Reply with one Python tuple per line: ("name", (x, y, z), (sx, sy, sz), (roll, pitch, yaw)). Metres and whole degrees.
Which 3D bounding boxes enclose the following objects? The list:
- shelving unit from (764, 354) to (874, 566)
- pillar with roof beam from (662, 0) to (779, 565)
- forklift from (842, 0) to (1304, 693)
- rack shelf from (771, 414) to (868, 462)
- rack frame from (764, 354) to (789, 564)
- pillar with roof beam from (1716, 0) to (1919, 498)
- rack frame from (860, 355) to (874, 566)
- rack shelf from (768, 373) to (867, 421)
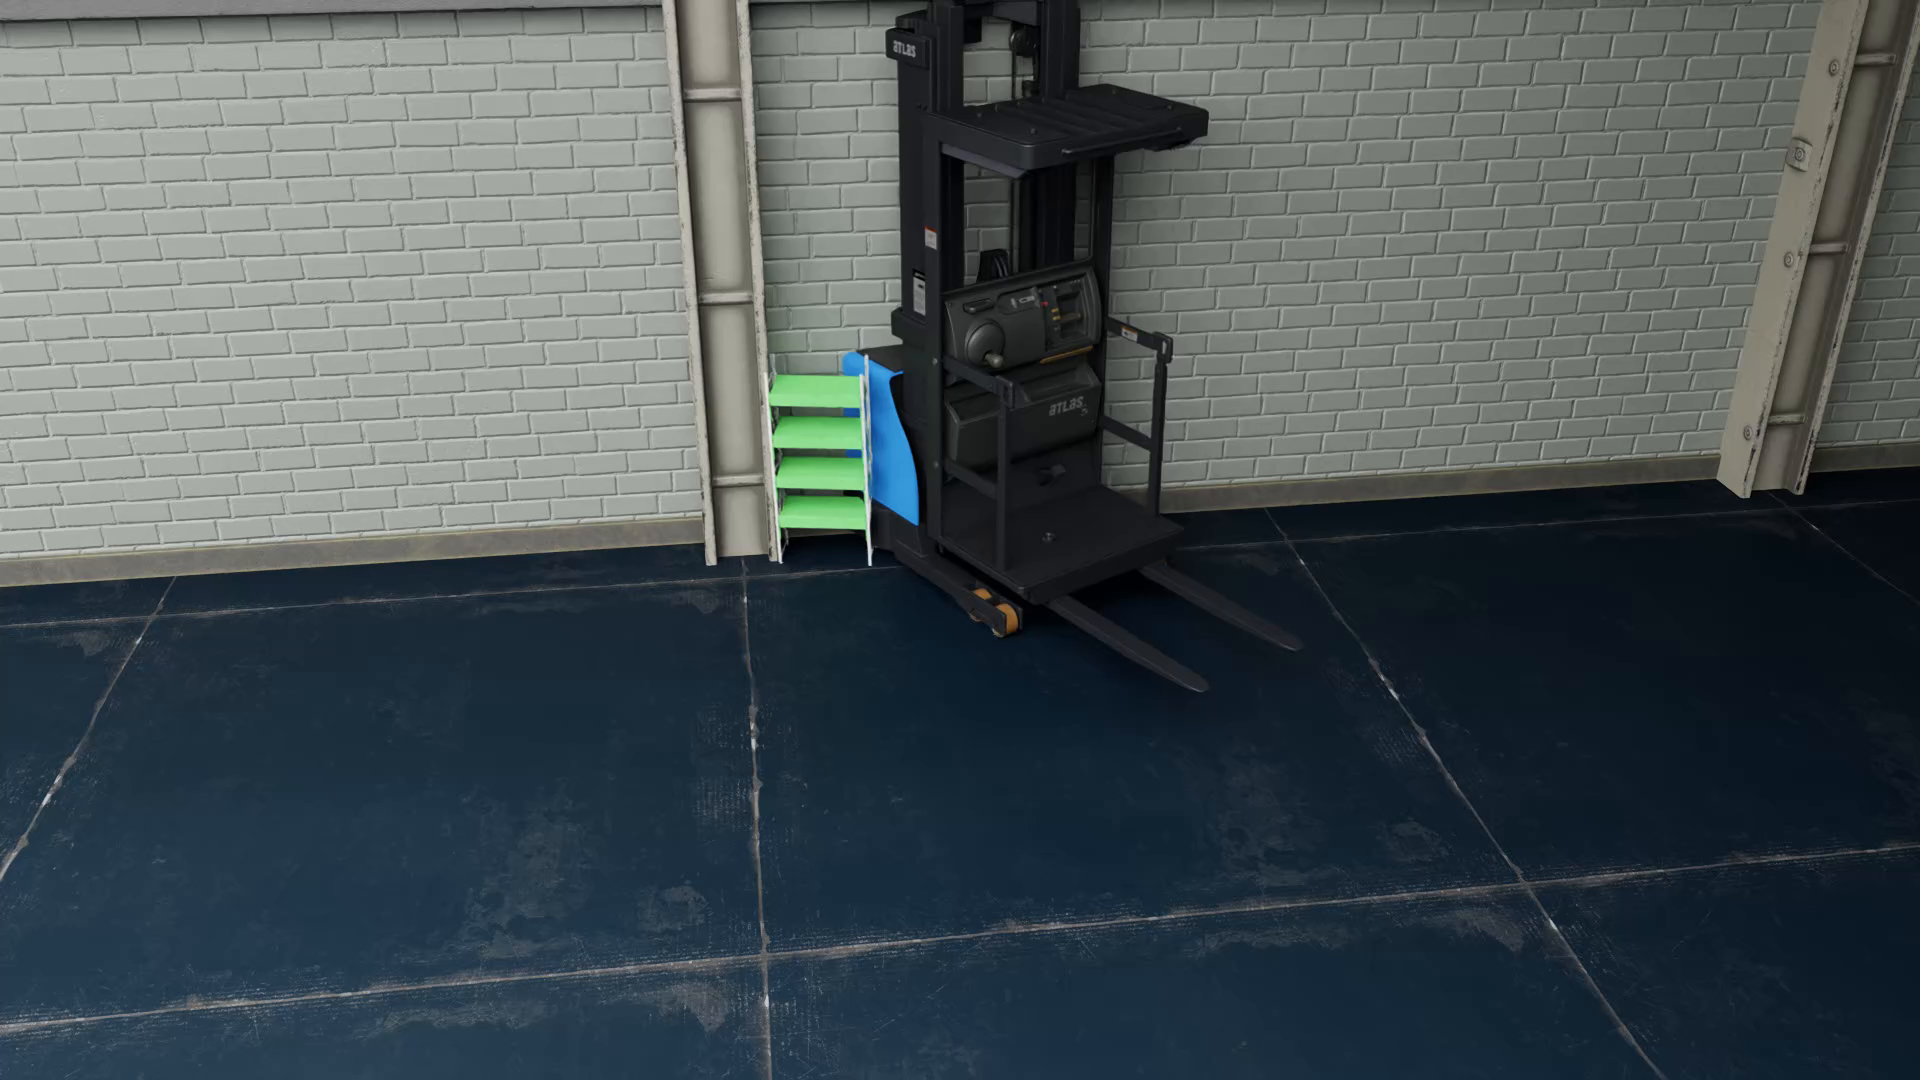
("shelving unit", (-0.727, -0.384, 8.817), (0.503, 1.200, 0.258), (1, 31, 4))
("pillar with roof beam", (-0.595, -2.003, 3.296), (0.400, 9.000, 9.100), (-4, 27, -7))
("forklift", (0.452, -1.073, 8.130), (1.130, 2.935, 3.031), (-19, 32, -32))
("rack shelf", (-0.729, -0.536, 8.727), (0.480, 0.148, 0.258), (1, 31, 4))
("rack frame", (-0.971, -0.390, 8.833), (0.015, 1.200, 0.240), (1, 31, 4))
("pillar with roof beam", (5.346, -2.384, 4.040), (0.400, 9.000, 9.100), (-4, 27, -7))
("rack frame", (-0.484, -0.378, 8.801), (0.015, 1.200, 0.240), (1, 31, 4))
("rack shelf", (-0.732, -0.742, 8.605), (0.480, 0.148, 0.258), (1, 31, 4))
